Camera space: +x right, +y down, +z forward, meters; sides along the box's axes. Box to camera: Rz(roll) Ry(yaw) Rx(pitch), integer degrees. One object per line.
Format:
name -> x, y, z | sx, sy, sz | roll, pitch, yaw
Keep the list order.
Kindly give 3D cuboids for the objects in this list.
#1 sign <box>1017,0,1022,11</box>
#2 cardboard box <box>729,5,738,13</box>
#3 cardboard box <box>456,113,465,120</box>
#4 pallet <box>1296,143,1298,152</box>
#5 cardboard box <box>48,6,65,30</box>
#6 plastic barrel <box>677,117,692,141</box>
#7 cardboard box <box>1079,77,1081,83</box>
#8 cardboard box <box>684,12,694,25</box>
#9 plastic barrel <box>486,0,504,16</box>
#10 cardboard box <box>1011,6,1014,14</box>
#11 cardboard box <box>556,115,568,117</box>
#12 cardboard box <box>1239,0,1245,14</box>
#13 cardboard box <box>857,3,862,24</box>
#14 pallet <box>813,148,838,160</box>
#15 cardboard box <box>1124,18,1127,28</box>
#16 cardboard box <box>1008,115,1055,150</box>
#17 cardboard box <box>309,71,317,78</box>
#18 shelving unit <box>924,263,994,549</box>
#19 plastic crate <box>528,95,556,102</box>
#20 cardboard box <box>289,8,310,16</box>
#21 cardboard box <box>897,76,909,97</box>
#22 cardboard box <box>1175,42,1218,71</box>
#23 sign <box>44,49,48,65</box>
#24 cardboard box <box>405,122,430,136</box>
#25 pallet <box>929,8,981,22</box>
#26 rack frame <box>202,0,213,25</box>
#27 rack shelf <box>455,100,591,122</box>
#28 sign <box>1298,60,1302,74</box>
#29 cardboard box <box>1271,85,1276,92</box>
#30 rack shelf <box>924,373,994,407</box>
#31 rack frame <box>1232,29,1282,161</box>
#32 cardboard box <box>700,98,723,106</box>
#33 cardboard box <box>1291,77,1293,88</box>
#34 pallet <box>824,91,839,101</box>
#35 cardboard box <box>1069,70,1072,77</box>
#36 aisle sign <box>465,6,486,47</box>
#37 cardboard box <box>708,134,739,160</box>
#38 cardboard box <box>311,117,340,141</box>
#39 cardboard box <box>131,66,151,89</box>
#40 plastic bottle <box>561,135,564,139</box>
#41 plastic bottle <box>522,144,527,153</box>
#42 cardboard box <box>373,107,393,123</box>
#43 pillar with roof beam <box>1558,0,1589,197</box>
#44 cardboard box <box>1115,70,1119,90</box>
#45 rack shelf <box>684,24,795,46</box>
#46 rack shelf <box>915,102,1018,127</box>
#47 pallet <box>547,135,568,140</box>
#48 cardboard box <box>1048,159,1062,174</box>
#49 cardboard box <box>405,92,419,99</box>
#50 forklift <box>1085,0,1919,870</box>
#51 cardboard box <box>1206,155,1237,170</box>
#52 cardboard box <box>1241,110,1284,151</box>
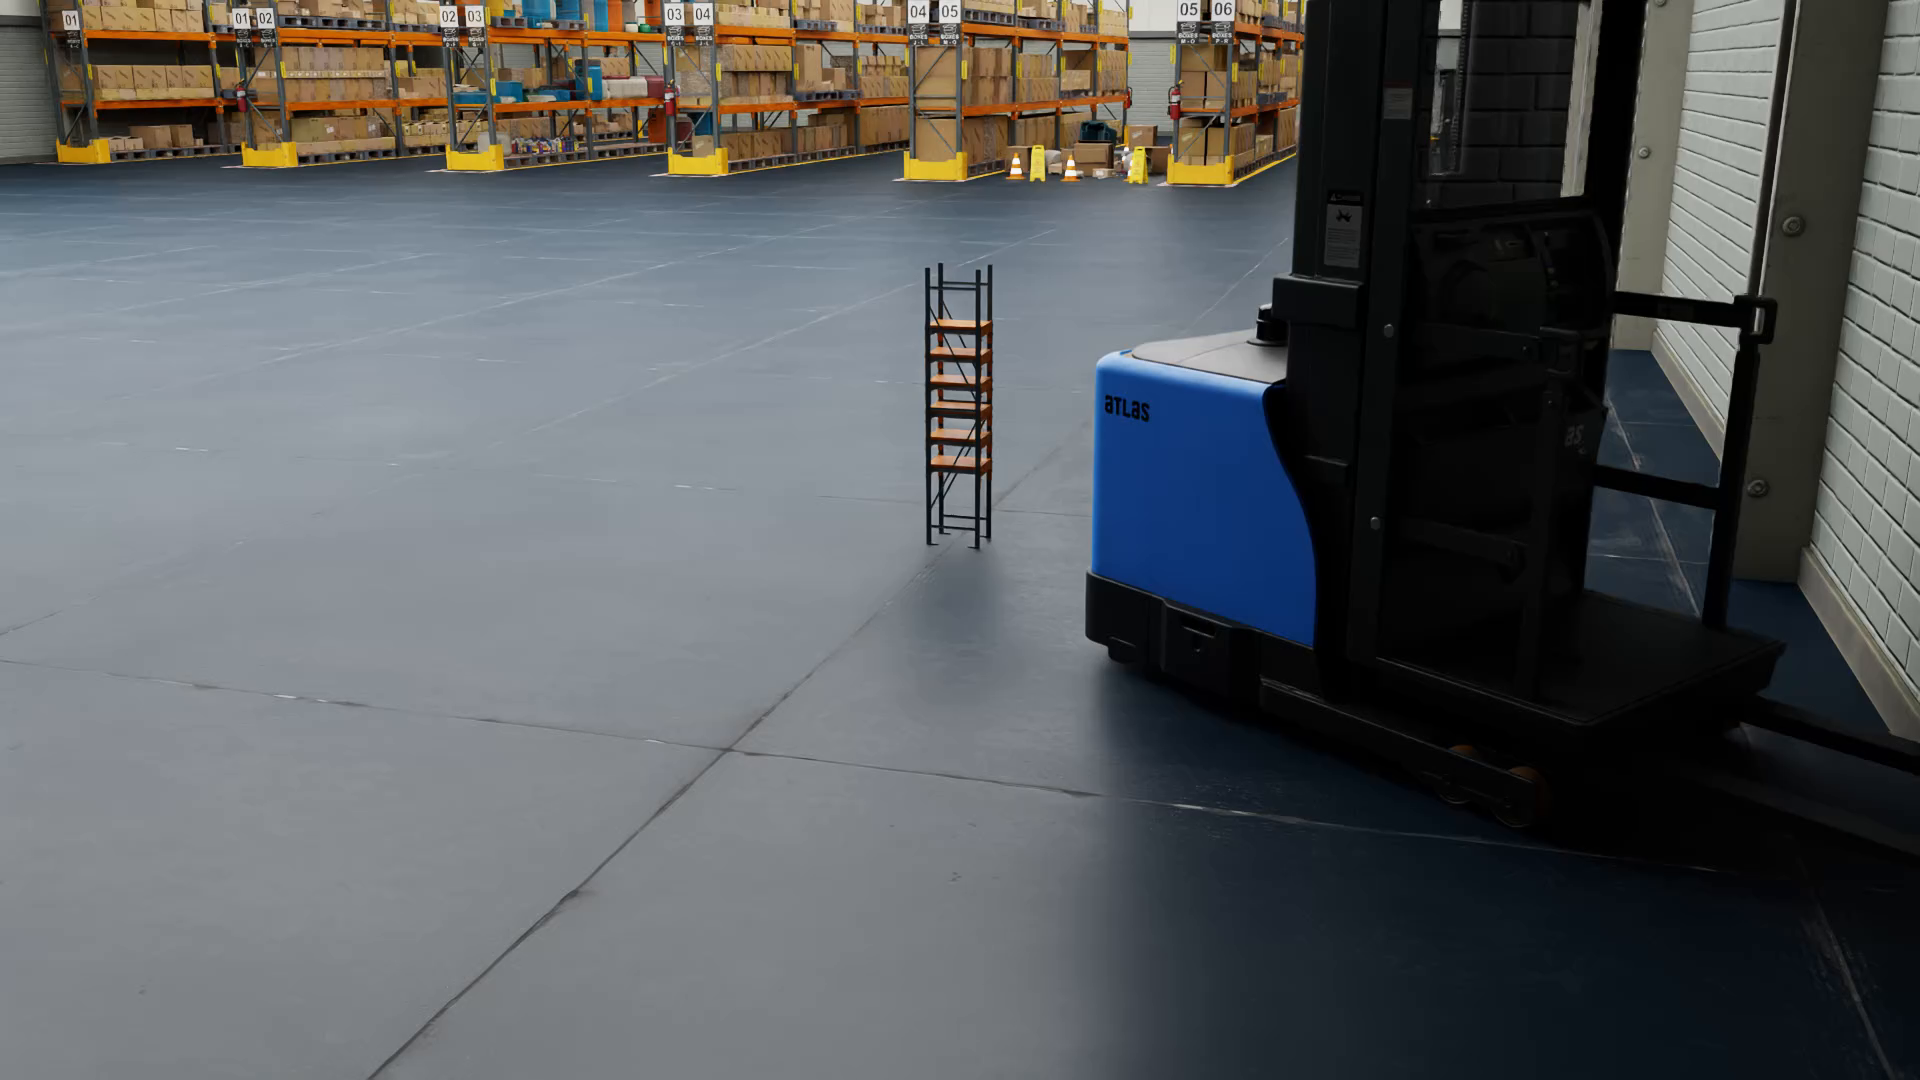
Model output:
sign -> 1.217, -10.972, 33.926 | 0.100, 0.325, 0.005 | 5, 16, 16
cardboard box -> -4.614, -10.468, 32.785 | 0.380, 0.149, 0.250 | 5, 17, 18
cardboard box -> -15.267, -12.534, 49.833 | 0.700, 0.500, 0.500 | 4, 16, 14
pallet -> 8.023, -9.872, 41.746 | 1.003, 0.211, 1.213 | 5, 16, 16
cardboard box -> -19.551, -11.431, 36.418 | 0.500, 0.500, 0.500 | 6, 17, 20
plastic barrel -> -7.211, -10.593, 42.829 | 0.600, 0.588, 0.708 | 5, 16, 16
cardboard box -> 2.738, -11.209, 40.497 | 0.380, 0.149, 0.250 | 4, 16, 13
cardboard box -> -5.286, -10.166, 32.452 | 0.500, 0.250, 0.500 | 5, 17, 17
plastic barrel -> -9.726, -11.077, 34.275 | 0.600, 0.588, 0.600 | 0, 16, 0
cardboard box -> 0.887, -10.737, 33.698 | 0.380, 0.149, 0.250 | 5, 16, 16
cardboard box -> -11.376, -11.738, 46.991 | 0.500, 0.500, 0.500 | 5, 16, 16
cardboard box -> 4.873, -9.637, 30.041 | 0.500, 0.250, 0.500 | 4, 16, 15
cardboard box -> -2.802, -12.602, 39.807 | 0.797, 0.503, 0.637 | 6, 17, 19
pallet -> -3.478, -8.878, 38.244 | 1.003, 0.211, 1.213 | 5, 16, 16
cardboard box -> 4.207, -13.895, 44.684 | 0.500, 0.250, 0.500 | 4, 16, 14
cardboard box -> 1.562, -9.299, 37.969 | 1.050, 0.750, 0.750 | 4, 16, 15
cardboard box -> -14.140, -10.065, 35.946 | 0.380, 0.149, 0.250 | 4, 16, 15
shelving unit -> -0.004, -0.573, 7.152 | 0.258, 1.200, 0.189 | 5, 16, 16
plastic crate -> -9.010, -9.509, 35.839 | 0.530, 0.136, 0.437 | 5, 16, 16
cardboard box -> -14.173, -11.304, 35.624 | 0.380, 0.149, 0.250 | 5, 16, 16
cardboard box -> -1.640, -11.693, 42.876 | 0.500, 0.500, 0.500 | 5, 16, 16
cardboard box -> 4.258, -8.704, 29.958 | 0.700, 0.500, 0.500 | 4, 16, 15
sign -> -19.953, -10.559, 36.359 | 0.100, 0.325, 0.005 | 5, 16, 16
cardboard box -> -13.036, -9.833, 39.743 | 0.500, 0.311, 0.500 | 4, 16, 15
pallet -> -0.252, -9.834, 31.167 | 1.003, 0.211, 1.213 | 5, 16, 16
rack frame -> -18.290, -13.734, 39.260 | 1.000, 3.000, 0.127 | 5, 16, 16
rack shelf -> -9.360, -9.211, 35.624 | 1.077, 0.370, 4.000 | 5, 16, 16
sign -> 8.255, -11.500, 40.399 | 0.100, 0.325, 0.005 | 5, 16, 16
cardboard box -> 6.549, -9.668, 35.607 | 0.380, 0.149, 0.250 | 5, 17, 17
rack shelf -> -0.004, -0.646, 7.132 | 0.258, 0.103, 0.180 | 5, 16, 16
rack frame -> 6.596, -9.974, 36.996 | 1.000, 3.000, 0.127 | 5, 16, 16
cardboard box -> -4.870, -8.585, 32.559 | 0.380, 0.149, 0.250 | 5, 16, 16
cardboard box -> 7.564, -10.787, 39.223 | 0.500, 0.250, 0.500 | 5, 17, 17
pallet -> -3.429, -10.129, 37.895 | 1.003, 0.211, 1.213 | 5, 16, 16
cardboard box -> 2.437, -11.079, 39.493 | 0.380, 0.149, 0.250 | 5, 17, 18
aisle sign -> -9.668, -10.243, 33.180 | 0.394, 0.787, 0.004 | 5, 16, 16
cardboard box -> -4.849, -7.970, 33.743 | 0.500, 0.500, 0.500 | 10, 18, 30
cardboard box -> -14.040, -9.044, 36.614 | 0.500, 0.500, 0.500 | 5, 16, 16
cardboard box -> -18.700, -10.465, 37.591 | 0.500, 0.500, 0.500 | 4, 16, 14
plastic bottle -> -8.836, -8.838, 37.038 | 0.144, 0.351, 0.185 | 5, 16, 16
plastic bottle -> -9.518, -8.559, 36.331 | 0.097, 0.201, 0.097 | 0, 16, 0
cardboard box -> -16.326, -11.696, 46.238 | 0.750, 0.750, 0.750 | 5, 17, 18
pillar with roof beam -> 4.312, -9.259, 23.484 | 9.100, 9.000, 0.400 | 5, 16, 16
cardboard box -> 3.927, -12.210, 44.153 | 0.500, 0.500, 0.500 | 5, 16, 16
rack shelf -> -4.611, -10.270, 33.860 | 1.077, 0.370, 4.000 | 5, 16, 16
rack shelf -> 0.116, -8.415, 32.820 | 1.077, 0.370, 4.000 | 5, 16, 16
pallet -> -11.461, -11.001, 45.727 | 1.003, 0.211, 1.213 | 5, 16, 16
cardboard box -> 1.962, -7.377, 32.851 | 0.396, 0.266, 0.258 | 8, 18, 25
cardboard box -> -13.092, -10.560, 39.524 | 0.380, 0.149, 0.250 | 5, 16, 16
forklift -> 1.752, -0.775, 4.690 | 1.130, 2.935, 3.031 | -12, 20, -37
cardboard box -> 4.816, -6.950, 30.604 | 0.500, 0.250, 0.500 | 4, 16, 15
cardboard box -> 6.871, -9.328, 37.843 | 0.875, 0.875, 0.875 | 4, 16, 15
